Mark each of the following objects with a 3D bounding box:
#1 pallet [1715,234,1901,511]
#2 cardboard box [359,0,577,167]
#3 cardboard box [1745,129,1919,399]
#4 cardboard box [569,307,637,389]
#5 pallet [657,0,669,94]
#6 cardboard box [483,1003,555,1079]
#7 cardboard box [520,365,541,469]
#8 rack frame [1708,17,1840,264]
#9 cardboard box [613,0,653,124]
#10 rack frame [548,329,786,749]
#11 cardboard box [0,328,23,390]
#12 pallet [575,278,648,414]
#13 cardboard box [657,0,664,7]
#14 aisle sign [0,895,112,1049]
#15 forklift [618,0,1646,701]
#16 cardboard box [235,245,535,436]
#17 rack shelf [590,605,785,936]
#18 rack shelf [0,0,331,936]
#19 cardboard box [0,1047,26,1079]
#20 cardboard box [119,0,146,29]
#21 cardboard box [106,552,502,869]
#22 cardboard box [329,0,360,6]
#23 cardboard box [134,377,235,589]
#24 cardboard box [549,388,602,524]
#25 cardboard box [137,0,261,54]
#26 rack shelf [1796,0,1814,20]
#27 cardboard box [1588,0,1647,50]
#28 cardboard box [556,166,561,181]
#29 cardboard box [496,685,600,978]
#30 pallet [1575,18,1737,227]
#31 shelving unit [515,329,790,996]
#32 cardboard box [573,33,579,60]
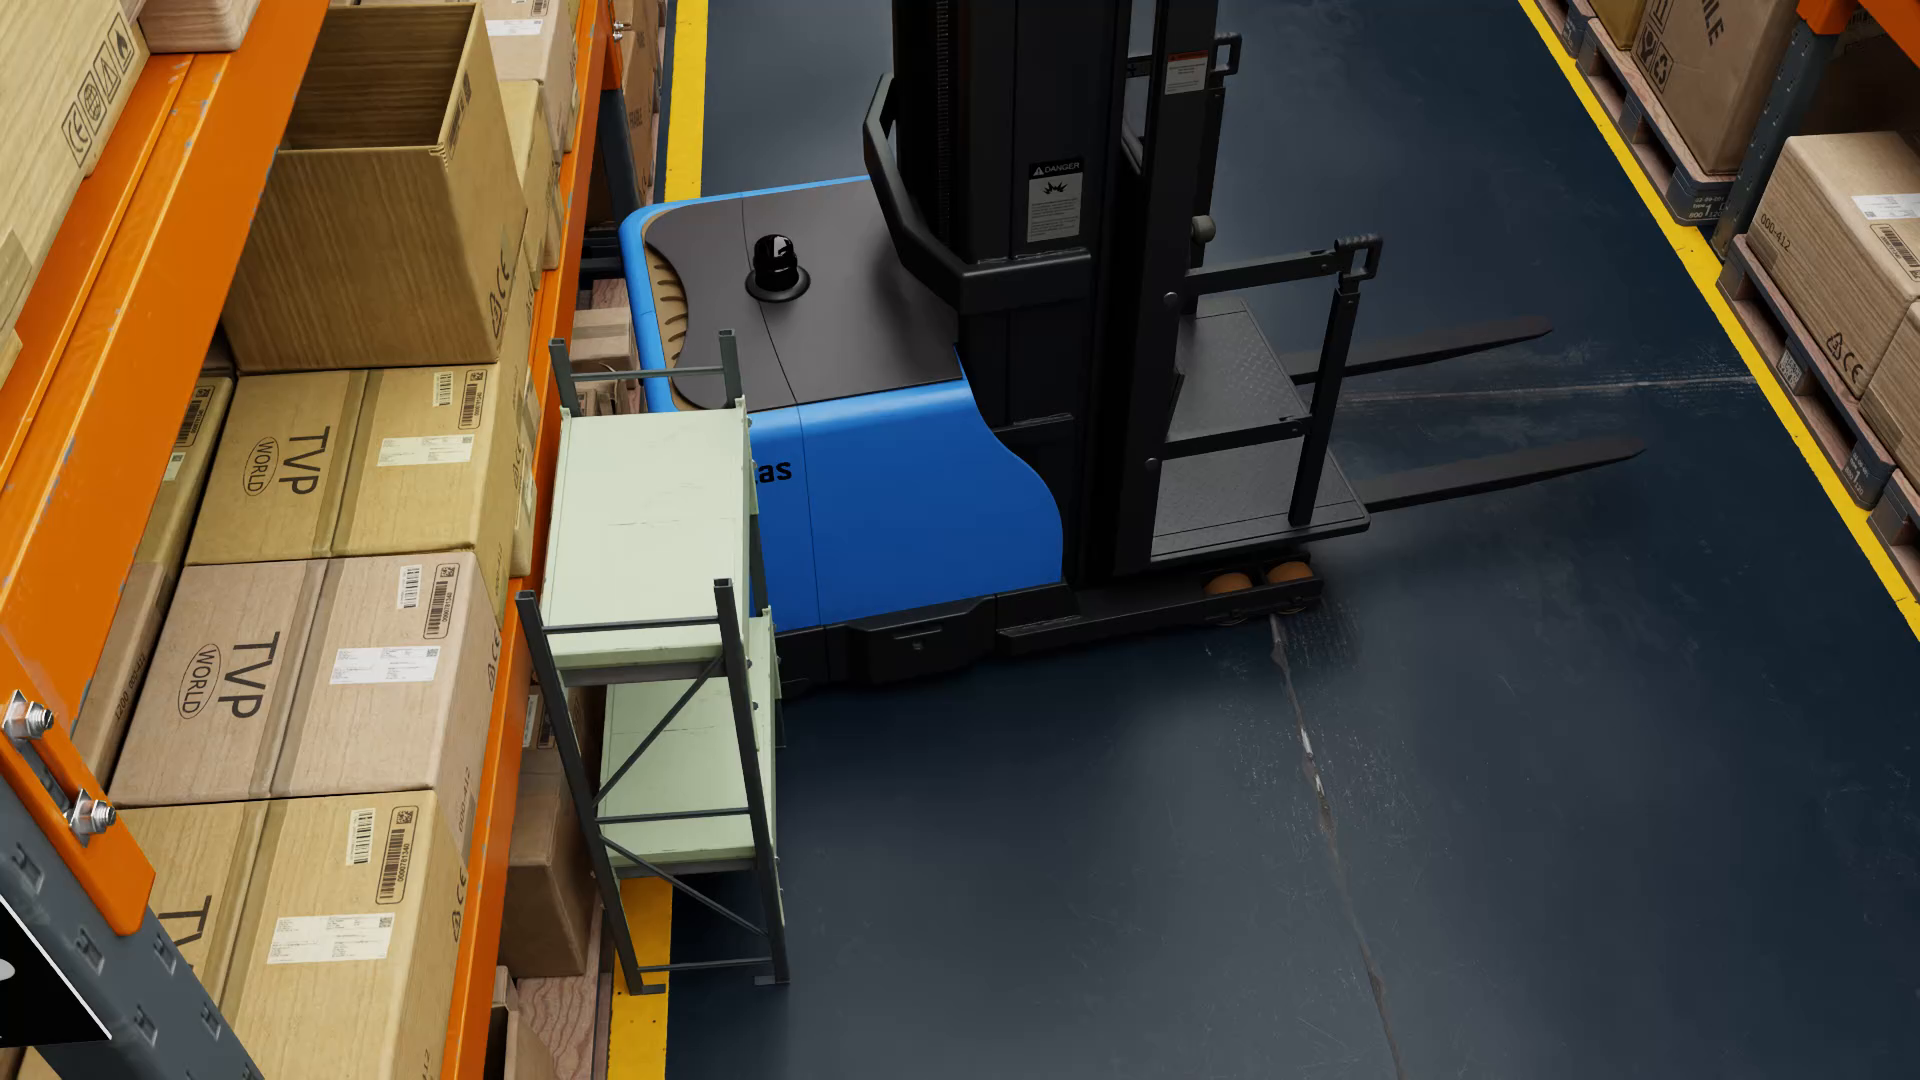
[{"bbox_3d":[3.332,-0.629,5.701,1.003,0.211,1.213,-3,47,-3],"label":"pallet"},{"bbox_3d":[-1.257,-1.174,4.194,0.500,0.250,0.500,-3,47,-3],"label":"cardboard box"},{"bbox_3d":[3.292,-0.946,5.555,0.875,0.438,0.875,-4,47,-4],"label":"cardboard box"},{"bbox_3d":[-1.260,-0.617,5.443,0.380,0.149,0.250,-5,47,-4],"label":"cardboard box"},{"bbox_3d":[-1.810,-2.351,7.331,1.003,0.211,1.213,-3,47,-3],"label":"pallet"},{"bbox_3d":[-1.221,1.321,3.363,0.797,0.503,0.637,-5,47,-5],"label":"cardboard box"},{"bbox_3d":[-1.119,-0.237,3.582,0.380,0.149,0.250,-3,47,-2],"label":"cardboard box"},{"bbox_3d":[3.347,-2.143,5.214,1.000,3.000,0.127,-3,47,-3],"label":"rack frame"},{"bbox_3d":[-1.470,-1.872,6.389,0.500,0.500,0.500,-4,47,-4],"label":"cardboard box"},{"bbox_3d":[-0.690,0.077,4.144,0.400,1.500,0.023,-4,47,-3],"label":"rack frame"},{"bbox_3d":[-1.059,-0.134,1.418,0.380,0.149,0.250,-3,47,-2],"label":"cardboard box"},{"bbox_3d":[-1.543,-0.383,5.467,1.003,0.211,1.213,-3,47,-3],"label":"pallet"},{"bbox_3d":[-1.544,-2.609,7.087,0.500,0.500,0.500,-5,47,-5],"label":"cardboard box"},{"bbox_3d":[-0.966,0.193,1.211,0.394,0.787,0.004,-3,47,-3],"label":"aisle sign"},{"bbox_3d":[0.605,-1.115,4.287,3.031,2.935,1.130,-10,47,-9],"label":"forklift"},{"bbox_3d":[-1.186,-0.440,3.499,0.500,0.250,0.500,-5,47,-4],"label":"cardboard box"},{"bbox_3d":[-0.659,0.566,4.130,0.431,0.370,0.720,-4,47,-3],"label":"rack shelf"},{"bbox_3d":[-1.432,-1.176,2.727,1.077,0.370,4.000,-3,47,-3],"label":"rack shelf"},{"bbox_3d":[-1.567,0.688,2.431,0.500,0.250,0.500,-2,47,-2],"label":"cardboard box"},{"bbox_3d":[-1.092,-0.731,1.709,0.500,0.250,0.500,-3,47,-3],"label":"cardboard box"},{"bbox_3d":[-1.076,0.295,2.803,0.500,0.250,0.500,-3,47,-3],"label":"cardboard box"},{"bbox_3d":[-1.778,-1.152,4.174,0.500,0.250,0.500,-4,47,-4],"label":"cardboard box"},{"bbox_3d":[-1.646,-0.044,3.124,0.500,0.250,0.500,-2,47,-2],"label":"cardboard box"},{"bbox_3d":[-1.341,-0.050,4.663,0.700,0.500,0.500,-5,47,-5],"label":"cardboard box"},{"bbox_3d":[-1.030,-0.696,1.950,0.380,0.149,0.250,-3,47,-2],"label":"cardboard box"},{"bbox_3d":[3.179,-3.343,6.845,1.077,0.370,4.000,-3,47,-3],"label":"rack shelf"},{"bbox_3d":[3.132,-2.654,6.871,0.875,0.875,0.875,-2,47,-2],"label":"cardboard box"},{"bbox_3d":[-1.237,-0.972,4.277,0.380,0.149,0.250,-2,47,-2],"label":"cardboard box"},{"bbox_3d":[-1.254,0.701,3.952,0.700,0.500,0.500,-2,47,-2],"label":"cardboard box"},{"bbox_3d":[3.207,-1.738,6.750,1.003,0.211,1.213,-3,47,-3],"label":"pallet"},{"bbox_3d":[-0.659,0.342,3.893,0.431,1.500,0.755,-4,47,-3],"label":"shelving unit"},{"bbox_3d":[-1.277,-1.350,4.635,0.380,0.149,0.250,-2,47,-2],"label":"cardboard box"}]
